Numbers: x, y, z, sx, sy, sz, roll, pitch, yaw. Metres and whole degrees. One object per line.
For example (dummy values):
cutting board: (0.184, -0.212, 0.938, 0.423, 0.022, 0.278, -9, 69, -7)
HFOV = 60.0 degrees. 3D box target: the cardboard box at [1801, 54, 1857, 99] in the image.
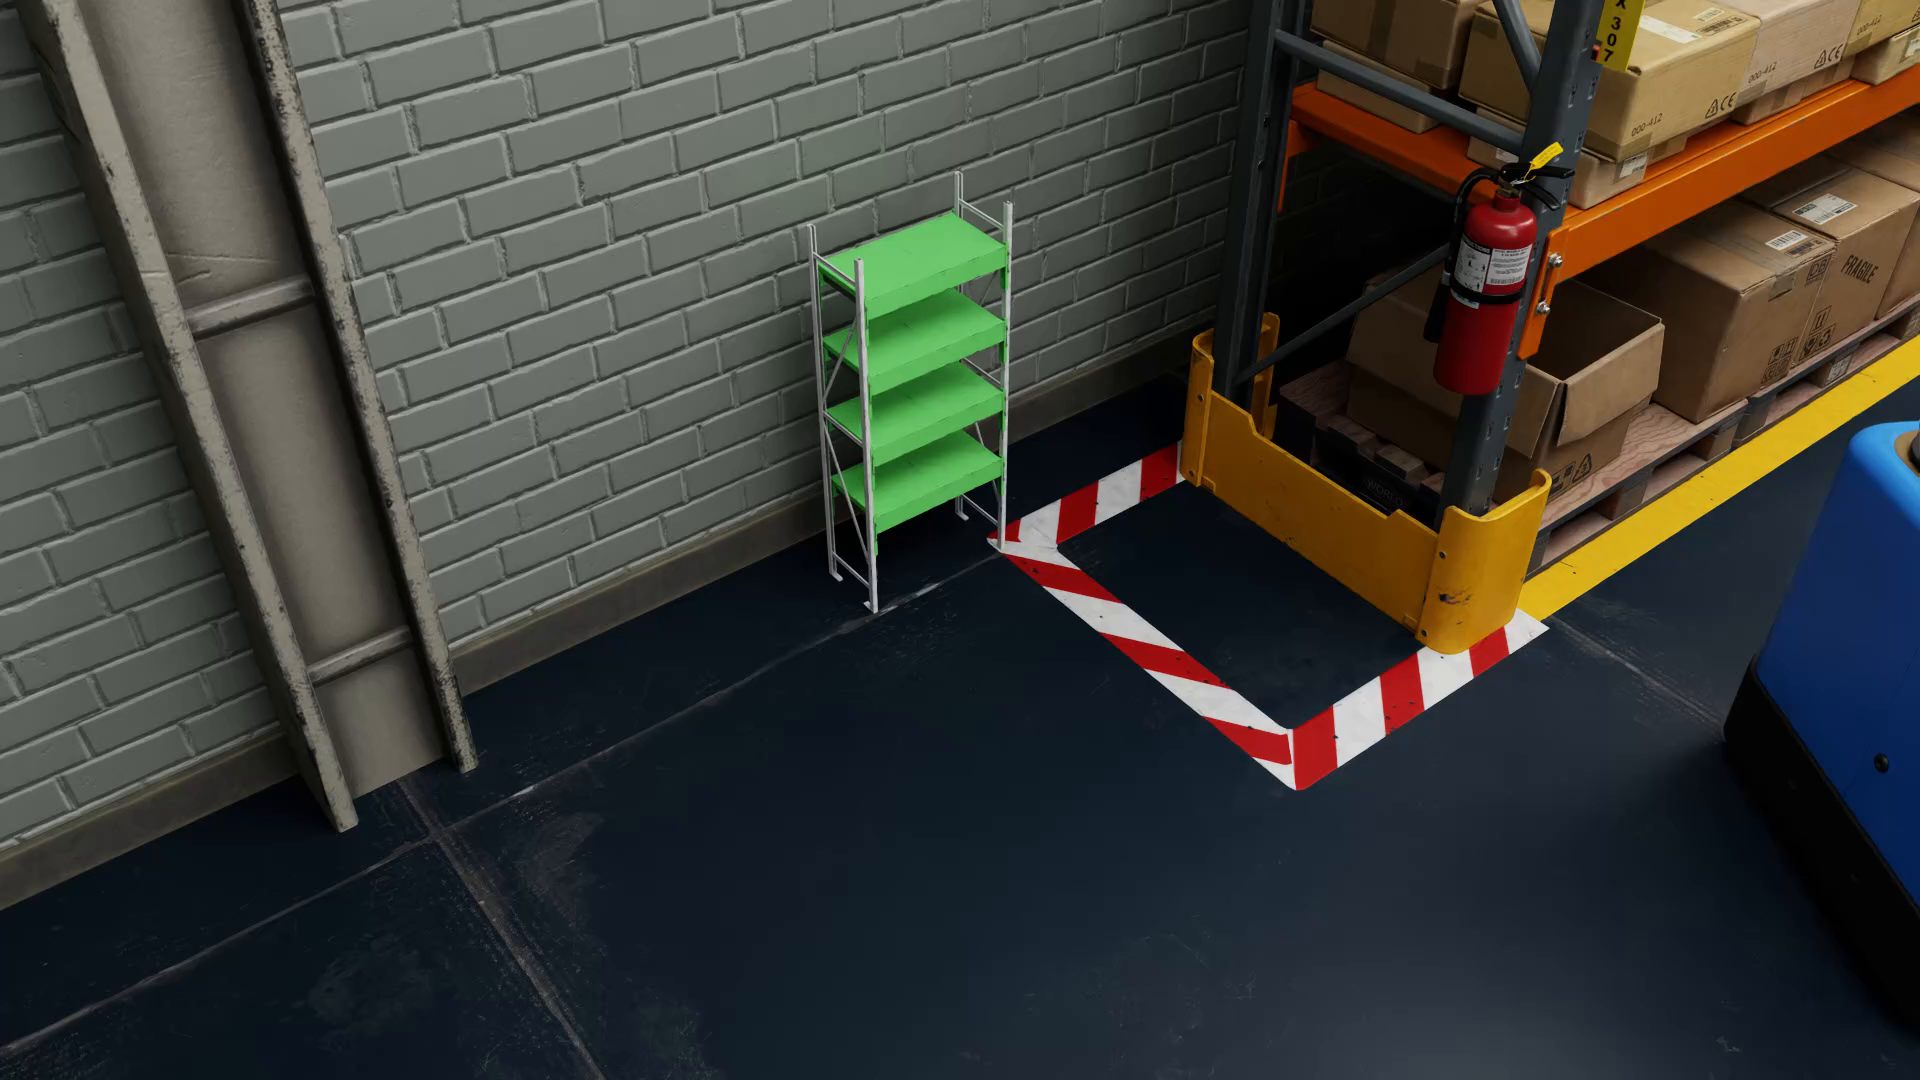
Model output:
cardboard box: (2.369, -1.444, 4.844, 0.250, 0.149, 0.380, -25, 46, -27)

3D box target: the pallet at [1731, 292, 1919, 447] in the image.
pallet: (2.794, -0.868, 6.142, 1.213, 0.211, 1.003, -26, 46, -28)

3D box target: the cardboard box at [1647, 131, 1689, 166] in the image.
cardboard box: (1.737, -1.153, 4.489, 0.250, 0.149, 0.380, -25, 45, -27)

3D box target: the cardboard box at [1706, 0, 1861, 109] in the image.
cardboard box: (2.059, -1.431, 4.513, 0.500, 0.250, 0.500, -25, 46, -28)

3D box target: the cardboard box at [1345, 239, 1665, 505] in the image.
cardboard box: (1.678, -0.525, 5.163, 0.637, 0.503, 0.797, -28, 47, -30)

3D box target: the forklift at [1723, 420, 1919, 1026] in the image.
forklift: (3.616, -0.379, 3.401, 3.031, 2.935, 1.130, -4, 40, -5)

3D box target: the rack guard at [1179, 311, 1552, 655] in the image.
rack guard: (1.196, -0.202, 5.103, 0.348, 0.500, 1.175, -26, 46, -28)

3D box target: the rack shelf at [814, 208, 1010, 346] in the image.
rack shelf: (-0.131, -0.722, 4.527, 0.480, 0.148, 0.258, -26, 46, -28)

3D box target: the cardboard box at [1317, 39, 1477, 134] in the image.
cardboard box: (1.235, -1.305, 4.674, 0.250, 0.149, 0.380, -27, 46, -29)

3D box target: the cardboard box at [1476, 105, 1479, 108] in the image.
cardboard box: (1.473, -1.373, 4.756, 0.250, 0.149, 0.380, -25, 45, -27)

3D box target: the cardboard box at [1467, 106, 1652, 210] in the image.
cardboard box: (1.563, -1.031, 4.340, 0.250, 0.149, 0.380, -26, 46, -28)

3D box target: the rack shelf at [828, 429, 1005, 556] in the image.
rack shelf: (-0.131, -0.165, 4.984, 0.480, 0.148, 0.258, -26, 46, -28)

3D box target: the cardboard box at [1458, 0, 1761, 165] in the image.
cardboard box: (1.659, -1.236, 4.276, 0.500, 0.250, 0.500, -26, 46, -28)

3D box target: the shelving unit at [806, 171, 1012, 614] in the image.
shelving unit: (-0.131, -0.400, 4.791, 0.503, 1.200, 0.258, -26, 46, -28)

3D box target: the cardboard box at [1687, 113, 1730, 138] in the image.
cardboard box: (1.924, -1.272, 4.634, 0.250, 0.149, 0.380, -27, 46, -29)

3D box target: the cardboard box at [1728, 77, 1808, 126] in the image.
cardboard box: (2.162, -1.339, 4.715, 0.250, 0.149, 0.380, -25, 45, -27)

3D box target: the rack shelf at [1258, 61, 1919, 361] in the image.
rack shelf: (2.721, -1.634, 5.444, 4.000, 0.370, 1.077, -26, 46, -28)

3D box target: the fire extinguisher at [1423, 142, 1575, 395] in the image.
fire extinguisher: (1.300, -0.676, 4.064, 0.183, 0.674, 0.296, -26, 46, -28)

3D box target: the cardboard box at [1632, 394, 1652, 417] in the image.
cardboard box: (2.039, -0.533, 5.451, 0.250, 0.149, 0.380, -28, 47, -30)

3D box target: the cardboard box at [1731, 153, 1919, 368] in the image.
cardboard box: (2.860, -0.989, 5.730, 0.500, 0.500, 0.500, -25, 46, -27)

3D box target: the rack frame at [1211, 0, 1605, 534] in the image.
rack frame: (1.135, -1.139, 4.274, 0.127, 3.000, 1.000, -26, 46, -28)

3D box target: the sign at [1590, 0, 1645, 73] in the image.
sign: (1.466, -1.201, 3.667, 0.005, 0.325, 0.100, -26, 46, -28)

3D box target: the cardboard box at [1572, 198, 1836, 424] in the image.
cardboard box: (2.380, -0.835, 5.543, 0.500, 0.500, 0.700, -24, 45, -26)

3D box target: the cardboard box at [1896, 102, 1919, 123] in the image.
cardboard box: (3.639, -1.672, 6.712, 0.500, 0.311, 0.500, -24, 45, -27)

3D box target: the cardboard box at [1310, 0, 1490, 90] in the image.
cardboard box: (1.338, -1.508, 4.607, 0.500, 0.250, 0.500, -25, 45, -27)

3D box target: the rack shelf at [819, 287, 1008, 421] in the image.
rack shelf: (-0.131, -0.536, 4.680, 0.480, 0.148, 0.258, -26, 46, -28)

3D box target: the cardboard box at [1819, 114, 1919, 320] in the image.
cardboard box: (3.203, -1.236, 6.032, 0.500, 0.500, 0.700, -28, 47, -30)

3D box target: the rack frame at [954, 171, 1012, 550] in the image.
rack frame: (0.062, -0.494, 4.906, 0.015, 1.200, 0.240, -26, 46, -28)

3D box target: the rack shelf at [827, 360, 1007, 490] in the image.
rack shelf: (-0.131, -0.351, 4.832, 0.480, 0.148, 0.258, -26, 46, -28)

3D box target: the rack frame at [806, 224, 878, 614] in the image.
rack frame: (-0.325, -0.306, 4.676, 0.015, 1.200, 0.240, -26, 46, -28)

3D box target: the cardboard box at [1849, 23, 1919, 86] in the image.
cardboard box: (2.615, -1.504, 4.917, 0.250, 0.149, 0.380, -27, 47, -29)

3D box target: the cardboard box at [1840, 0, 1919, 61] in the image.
cardboard box: (2.459, -1.629, 4.754, 0.500, 0.250, 0.500, -27, 46, -29)

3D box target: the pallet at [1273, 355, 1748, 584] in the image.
pallet: (1.827, -0.399, 5.570, 1.213, 0.211, 1.003, -26, 46, -28)
